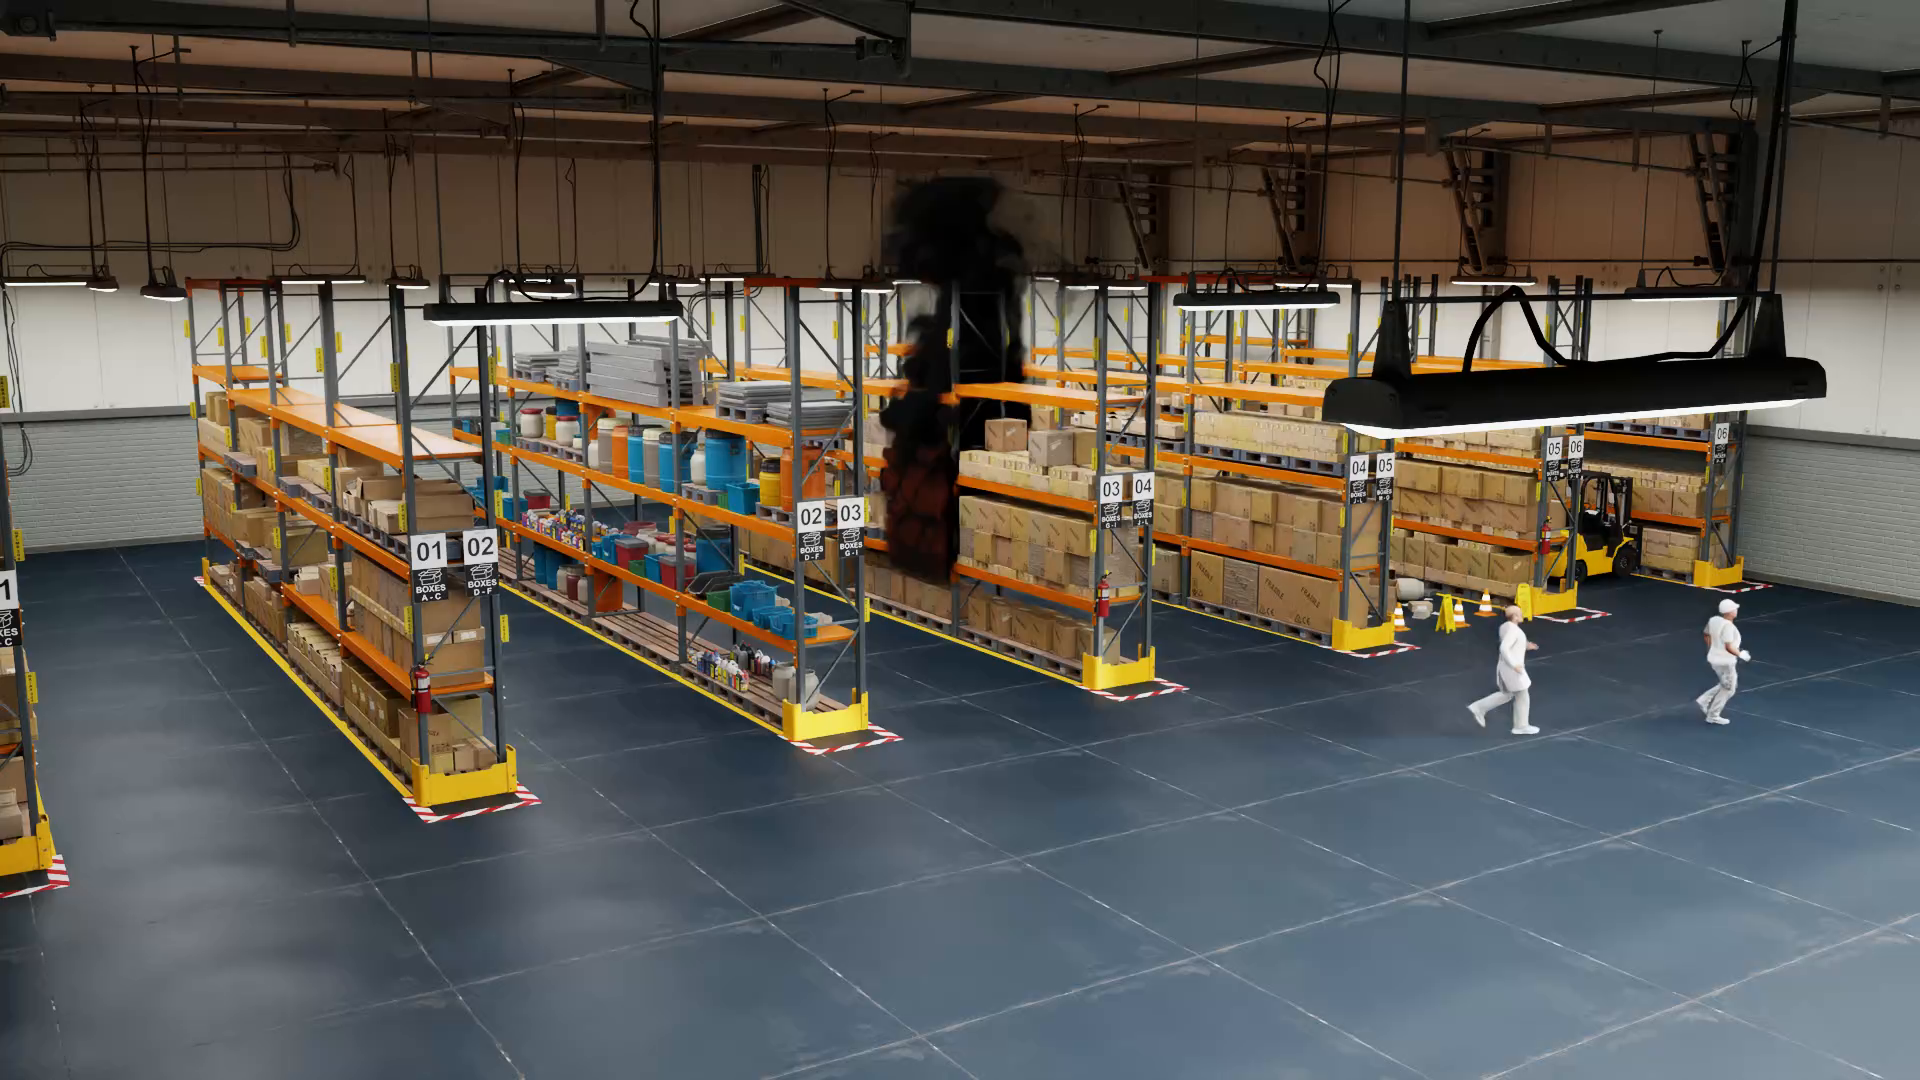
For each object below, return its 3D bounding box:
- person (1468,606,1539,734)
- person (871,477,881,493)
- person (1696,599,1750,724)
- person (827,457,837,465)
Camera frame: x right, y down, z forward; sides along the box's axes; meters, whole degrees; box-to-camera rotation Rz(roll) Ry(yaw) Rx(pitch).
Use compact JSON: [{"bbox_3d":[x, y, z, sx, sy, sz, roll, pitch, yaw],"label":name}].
[{"bbox_3d":[7.335,1.737,22.281,0.955,1.748,0.709,0,10,1],"label":"person"},{"bbox_3d":[-2.098,-1.595,42.183,0.808,1.751,0.666,-9,13,-41],"label":"person"},{"bbox_3d":[10.485,1.671,22.812,0.581,1.743,0.686,1,10,6],"label":"person"},{"bbox_3d":[-3.212,-1.167,39.598,0.806,1.728,0.899,-1,10,-5],"label":"person"}]
